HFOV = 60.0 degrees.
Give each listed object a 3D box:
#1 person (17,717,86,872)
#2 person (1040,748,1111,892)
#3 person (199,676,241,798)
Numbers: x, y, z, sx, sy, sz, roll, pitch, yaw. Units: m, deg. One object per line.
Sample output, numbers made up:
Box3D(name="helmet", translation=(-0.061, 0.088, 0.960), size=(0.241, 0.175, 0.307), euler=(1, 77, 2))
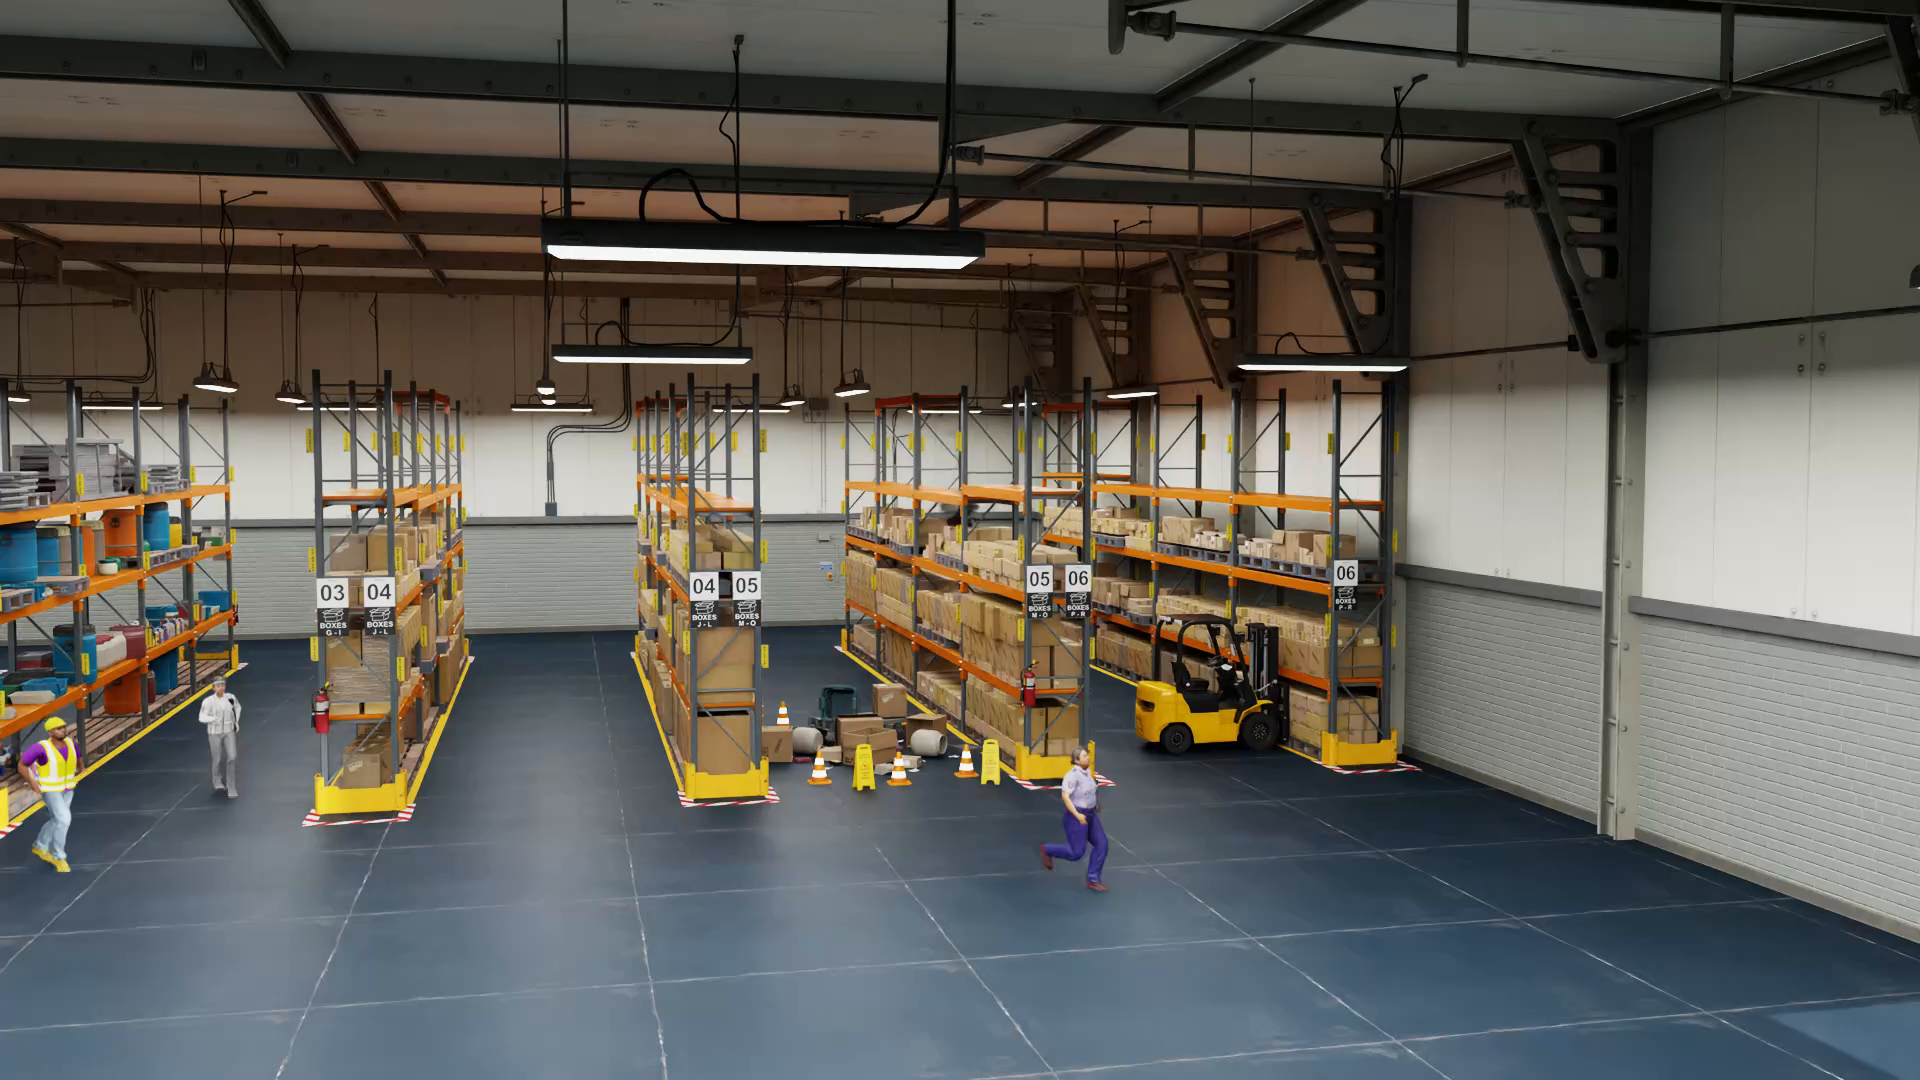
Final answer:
Box3D(name="person", translation=(-10.714, 2.997, 19.679), size=(0.717, 1.839, 0.721), euler=(1, 3, 19))
Box3D(name="person", translation=(1.321, 3.145, 18.759), size=(0.802, 1.604, 0.602), euler=(2, 4, 32))
Box3D(name="person", translation=(-10.528, 2.795, 23.710), size=(0.594, 1.753, 0.753), euler=(-2, 4, -32))
